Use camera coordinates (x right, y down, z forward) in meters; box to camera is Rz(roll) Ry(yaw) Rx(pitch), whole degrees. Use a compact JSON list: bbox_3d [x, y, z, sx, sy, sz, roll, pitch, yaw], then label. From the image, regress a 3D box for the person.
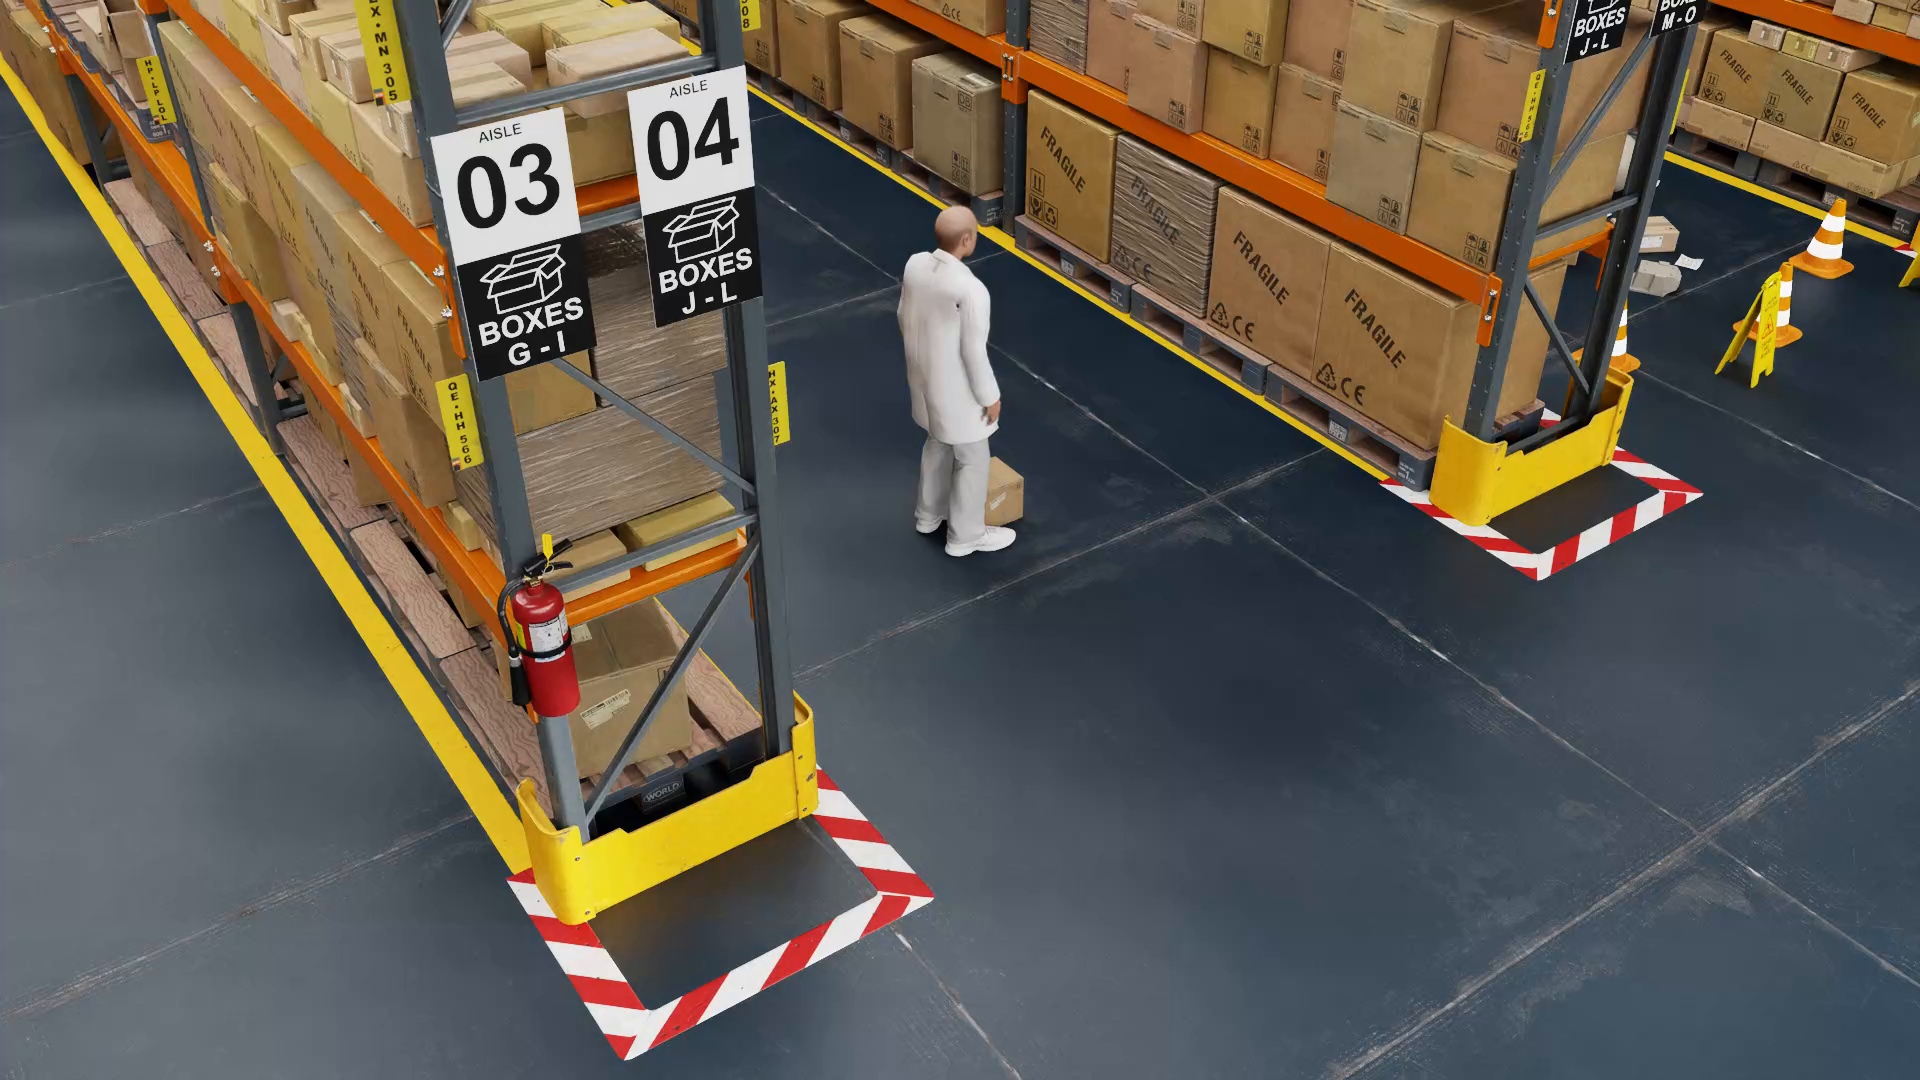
[{"bbox_3d":[-0.041,-0.731,8.124,0.422,1.660,0.652,-25,43,-30],"label":"person"}]
